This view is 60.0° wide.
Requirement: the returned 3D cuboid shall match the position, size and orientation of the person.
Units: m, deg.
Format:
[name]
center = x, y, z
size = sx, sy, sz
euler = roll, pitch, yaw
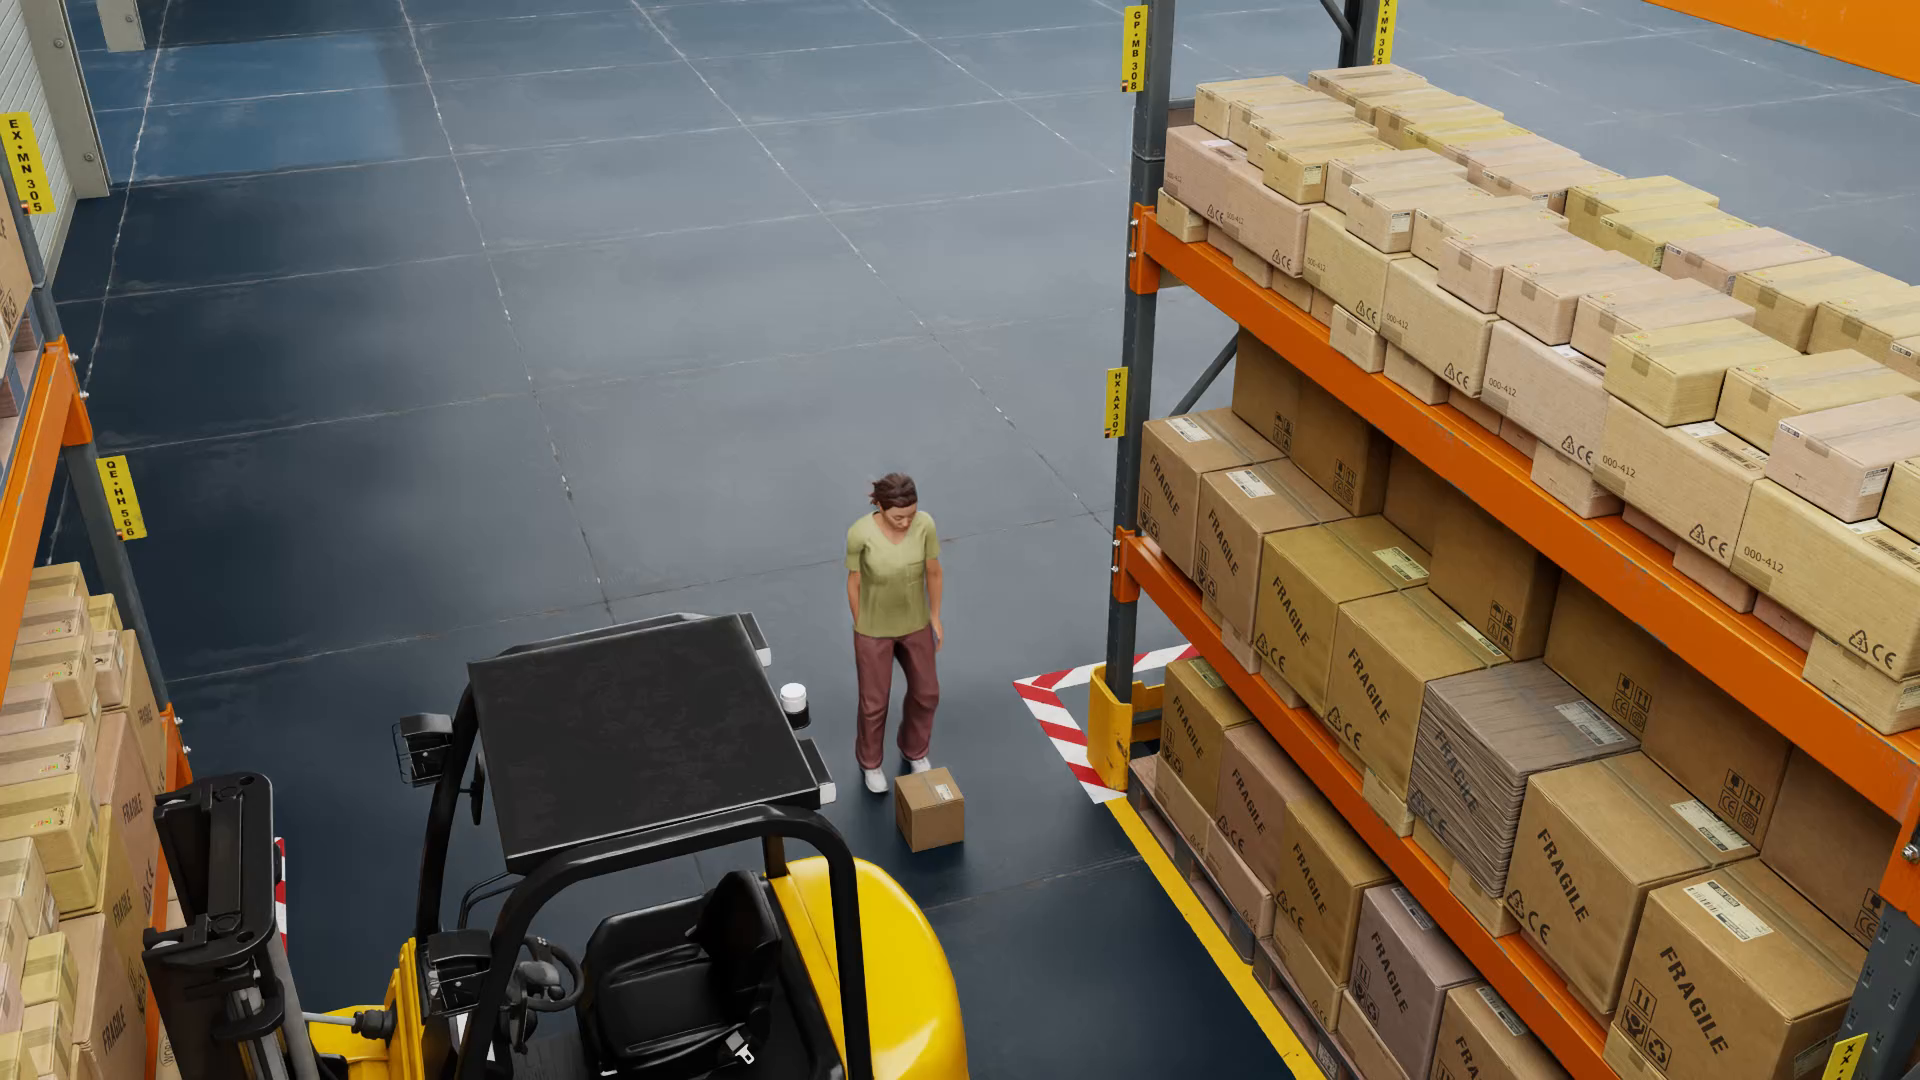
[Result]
[person]
center = -0.292, 0.400, 7.673
size = 0.458, 1.657, 0.344
euler = -10, 31, -16
